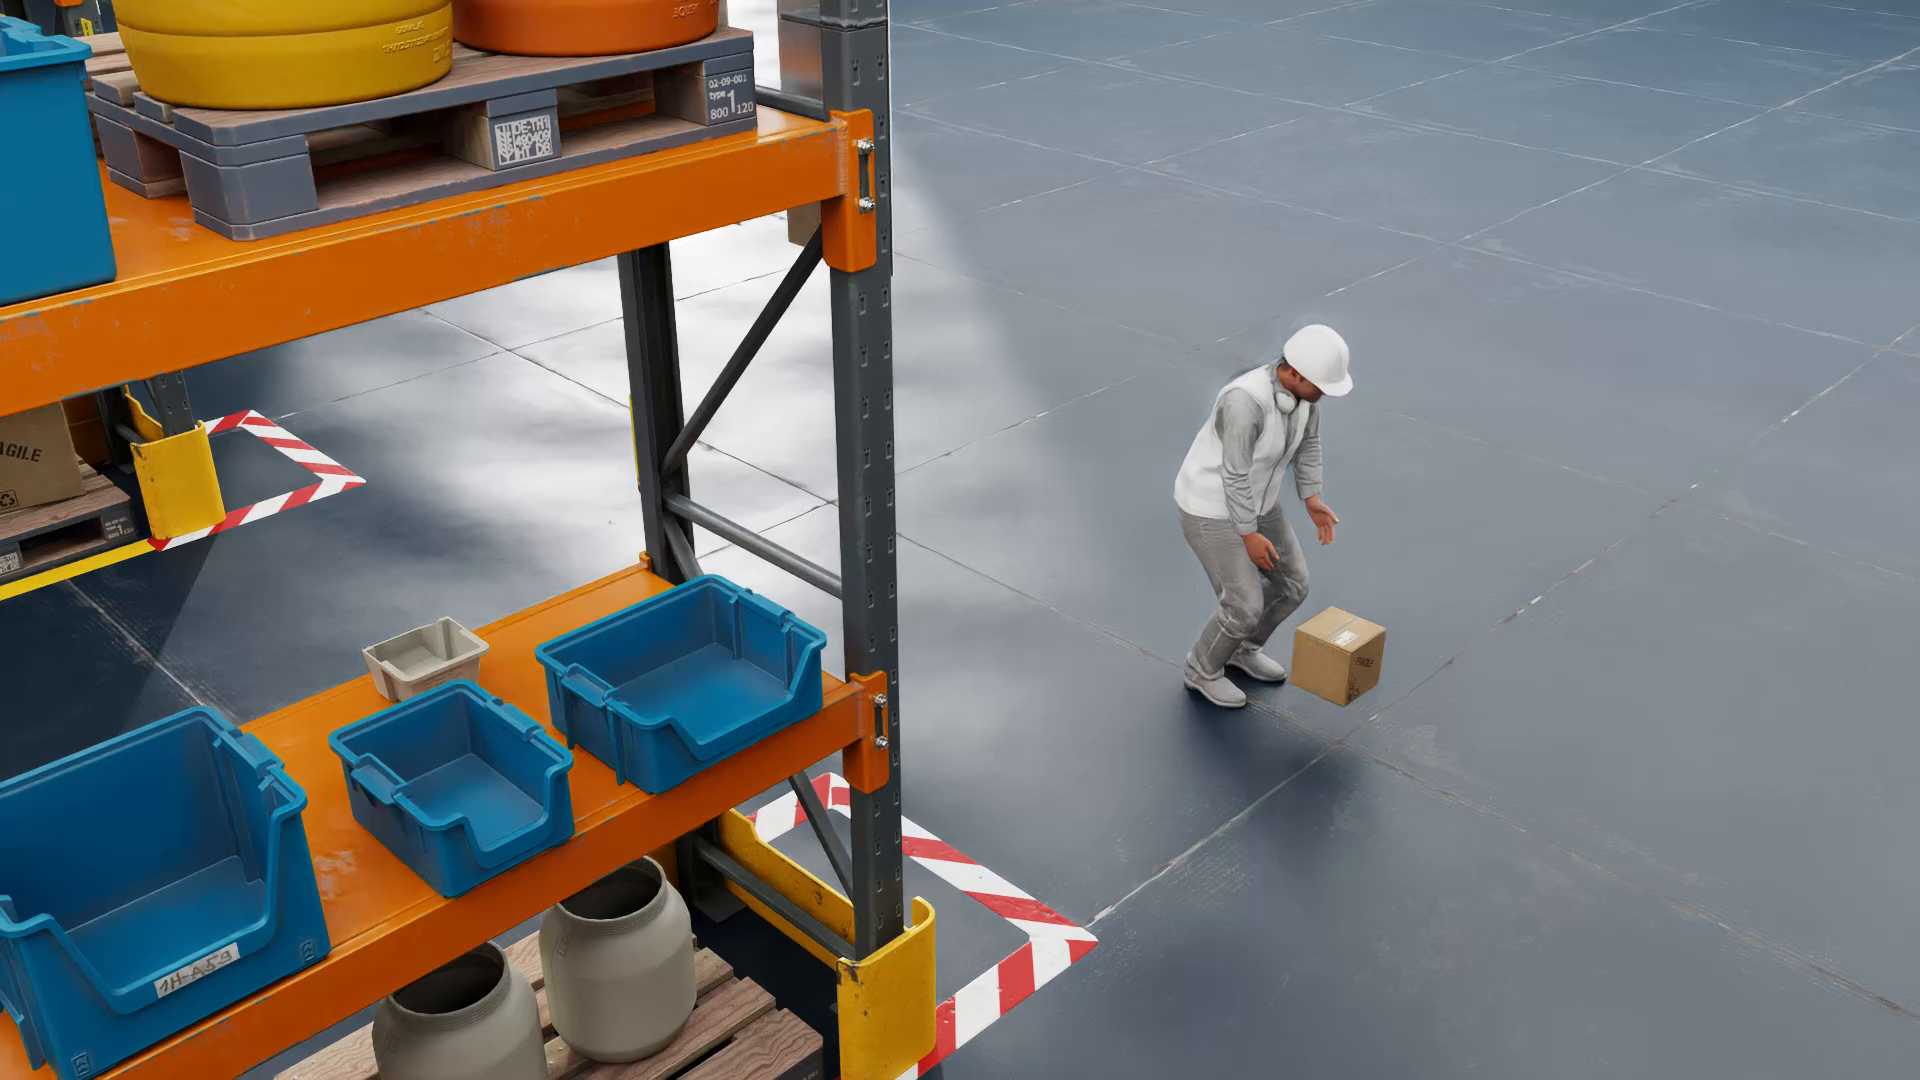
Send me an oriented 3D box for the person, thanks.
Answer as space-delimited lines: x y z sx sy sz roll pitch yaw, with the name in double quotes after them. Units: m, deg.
1.178 -0.125 6.521 0.583 1.607 0.627 -25 36 -39 "person"
